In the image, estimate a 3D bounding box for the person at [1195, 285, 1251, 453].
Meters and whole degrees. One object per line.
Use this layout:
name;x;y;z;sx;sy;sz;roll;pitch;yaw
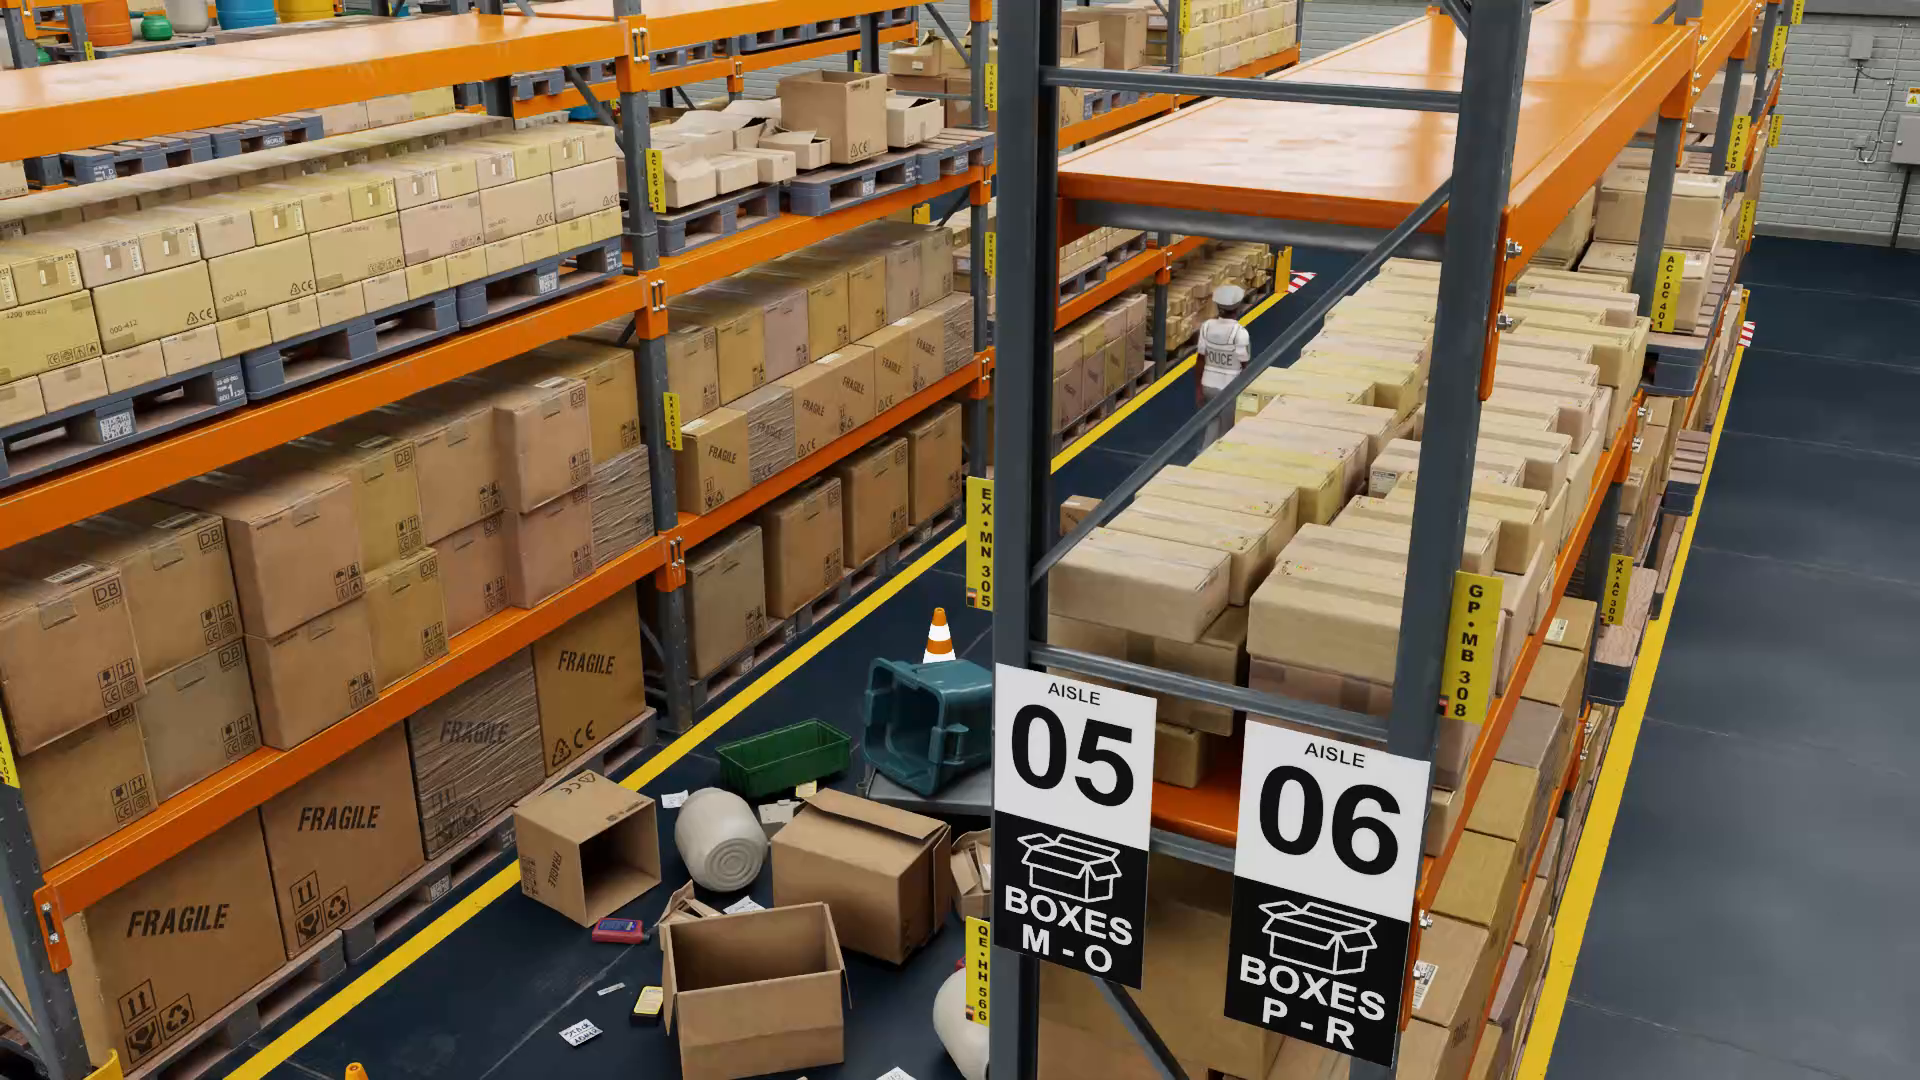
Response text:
person;2.154;-1.211;13.422;0.456;1.726;0.467;19;30;38
